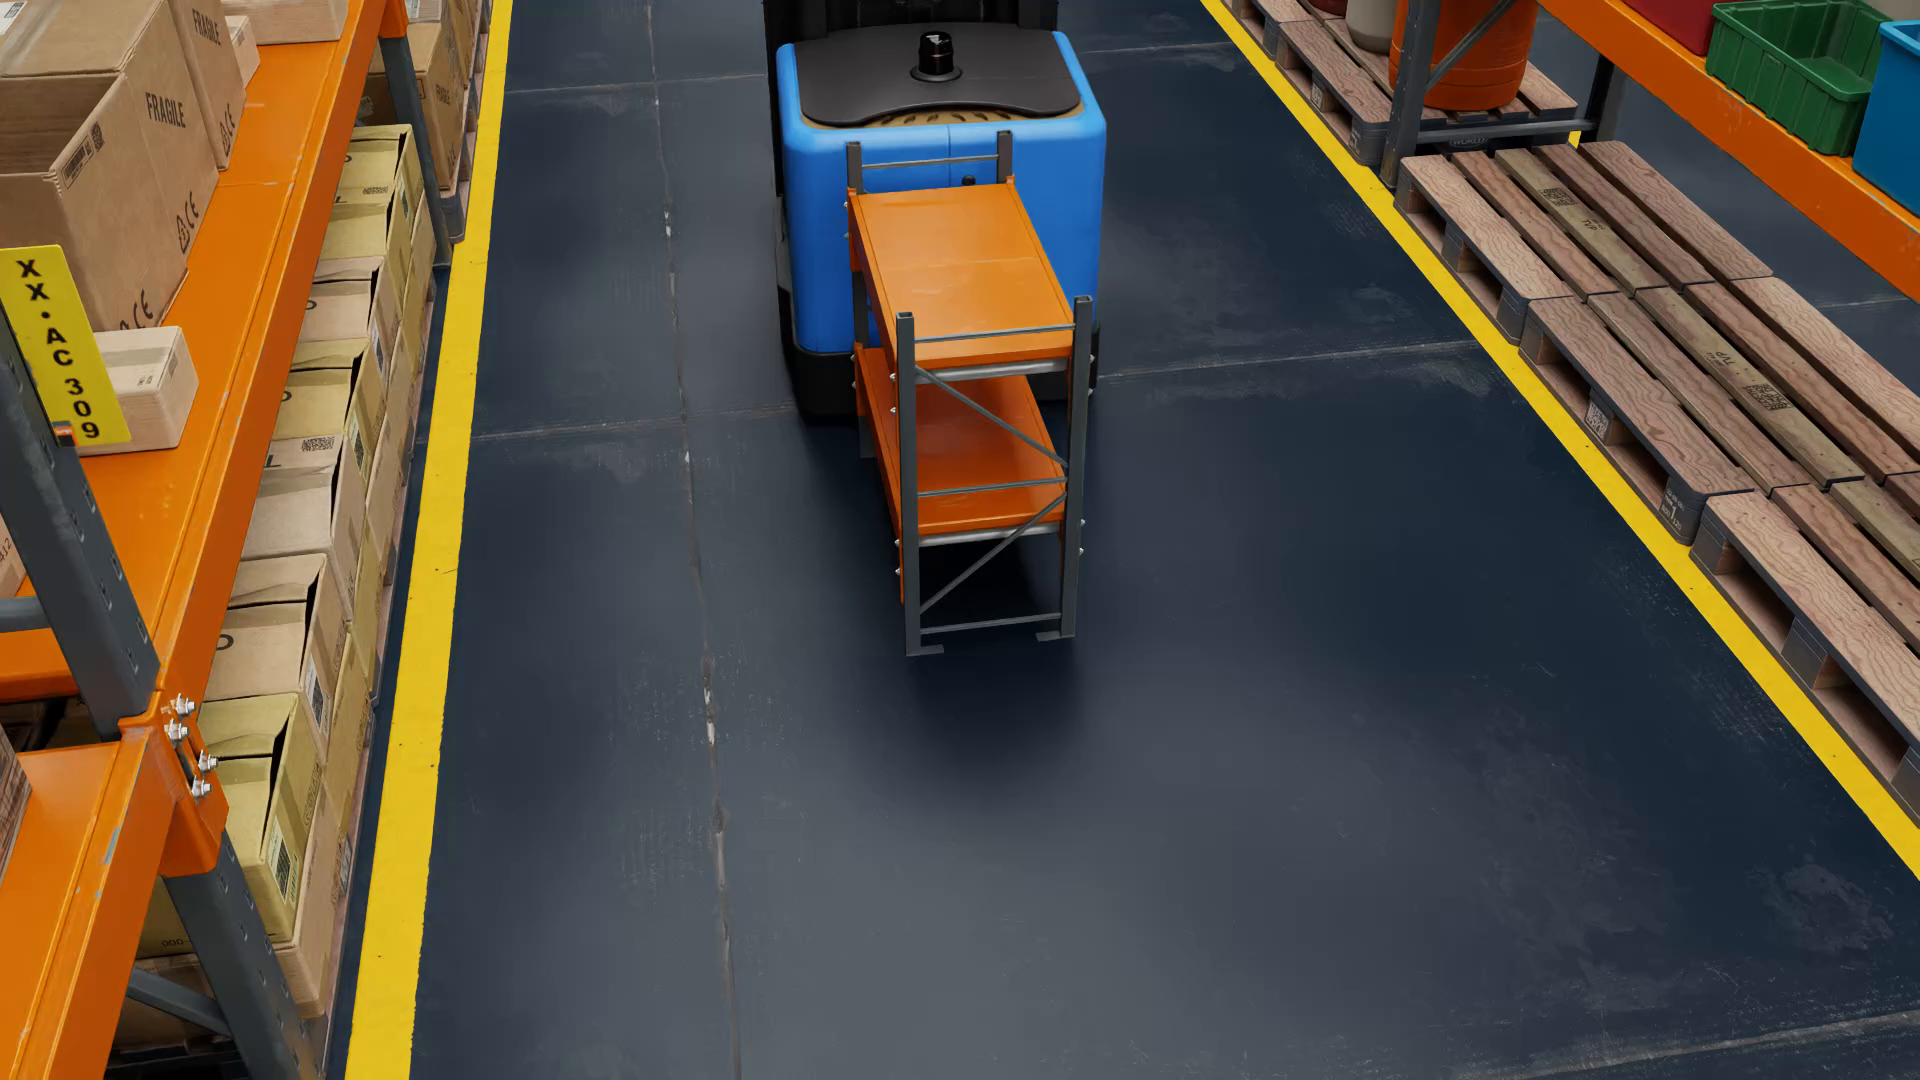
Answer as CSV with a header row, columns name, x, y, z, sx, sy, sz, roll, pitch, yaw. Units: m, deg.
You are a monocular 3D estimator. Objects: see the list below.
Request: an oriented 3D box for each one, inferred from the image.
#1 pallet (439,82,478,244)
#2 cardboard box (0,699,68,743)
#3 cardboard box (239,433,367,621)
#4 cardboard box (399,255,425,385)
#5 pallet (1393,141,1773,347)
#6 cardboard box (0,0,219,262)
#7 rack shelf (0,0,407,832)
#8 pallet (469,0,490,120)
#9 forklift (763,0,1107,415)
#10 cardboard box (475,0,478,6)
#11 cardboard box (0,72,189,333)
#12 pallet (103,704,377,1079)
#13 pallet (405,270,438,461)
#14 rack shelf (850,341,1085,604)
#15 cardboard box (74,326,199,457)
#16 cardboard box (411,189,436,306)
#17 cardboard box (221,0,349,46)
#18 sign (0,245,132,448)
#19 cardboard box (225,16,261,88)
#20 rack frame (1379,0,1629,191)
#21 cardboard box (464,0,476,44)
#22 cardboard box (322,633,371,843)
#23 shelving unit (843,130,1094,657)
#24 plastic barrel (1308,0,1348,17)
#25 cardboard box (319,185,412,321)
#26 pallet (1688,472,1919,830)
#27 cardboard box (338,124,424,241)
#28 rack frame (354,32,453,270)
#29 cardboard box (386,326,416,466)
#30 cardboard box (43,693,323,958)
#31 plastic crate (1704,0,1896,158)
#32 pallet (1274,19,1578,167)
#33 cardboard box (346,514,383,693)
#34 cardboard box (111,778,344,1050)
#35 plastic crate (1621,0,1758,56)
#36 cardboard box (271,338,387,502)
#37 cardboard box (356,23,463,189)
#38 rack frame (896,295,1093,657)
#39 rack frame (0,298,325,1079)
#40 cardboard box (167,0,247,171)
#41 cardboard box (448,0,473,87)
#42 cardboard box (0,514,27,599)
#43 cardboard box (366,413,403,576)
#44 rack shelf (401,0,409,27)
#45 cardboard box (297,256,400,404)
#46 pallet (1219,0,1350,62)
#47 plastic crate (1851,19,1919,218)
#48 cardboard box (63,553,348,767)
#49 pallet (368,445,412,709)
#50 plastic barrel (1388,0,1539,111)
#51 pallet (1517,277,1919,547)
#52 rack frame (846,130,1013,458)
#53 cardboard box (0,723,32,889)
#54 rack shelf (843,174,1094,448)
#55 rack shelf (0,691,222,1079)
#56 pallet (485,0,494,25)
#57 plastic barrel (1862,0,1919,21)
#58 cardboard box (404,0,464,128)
name,x,y,z,sx,sy,sz,roll,pitch,yaw
pallet,-2.632,-1.609,7.149,1.003,0.211,1.213,-6,38,-8
cardboard box,-2.287,0.332,3.819,0.500,0.311,0.500,-5,38,-7
cardboard box,-1.838,-0.032,4.288,0.500,0.311,0.500,-7,38,-9
cardboard box,-2.112,-0.732,5.647,0.500,0.250,0.500,-7,38,-8
pallet,2.437,-1.212,6.638,1.003,0.211,1.213,-6,38,-8
cardboard box,-2.135,-0.965,3.965,0.500,0.500,0.500,-6,38,-8
rack shelf,-2.187,-0.763,4.373,1.077,0.370,4.000,-6,38,-8
pallet,-2.842,-2.344,8.095,1.003,0.211,1.213,-6,38,-8
forklift,-0.212,-2.481,6.054,1.130,2.935,3.031,-4,38,-5
cardboard box,-2.705,-2.988,8.330,0.500,0.500,0.500,-6,38,-7
cardboard box,-2.048,-0.662,3.576,0.500,0.500,0.500,-4,38,-5
pallet,-2.004,0.821,4.021,1.003,0.211,1.213,-6,38,-8
pallet,-2.432,-0.652,5.918,1.003,0.211,1.213,-6,38,-8
rack shelf,-0.001,-0.255,5.060,0.538,0.278,1.000,-6,38,-8
cardboard box,-1.791,-0.297,3.392,0.380,0.149,0.250,-6,38,-8
cardboard box,-2.206,-1.043,6.047,0.500,0.250,0.500,-5,38,-7
cardboard box,-2.108,-1.642,5.124,0.380,0.149,0.250,-6,38,-8
sign,-1.291,-0.273,2.386,0.100,0.325,0.005,-6,38,-8
cardboard box,-2.259,-1.392,4.801,0.380,0.149,0.250,-4,38,-5
rack frame,2.339,-2.785,6.390,1.000,3.000,0.127,-6,38,-8
cardboard box,-2.613,-2.681,7.935,0.500,0.500,0.500,-7,38,-9
cardboard box,-1.752,0.502,4.058,0.500,0.250,0.500,-5,38,-7
shelving unit,-0.001,-0.448,4.910,0.538,1.125,1.048,-6,38,-8
plastic barrel,2.039,-2.975,8.257,0.600,0.588,0.708,-6,38,-8
cardboard box,-2.106,-0.953,5.474,0.500,0.311,0.500,-7,38,-9
pallet,2.865,0.262,4.741,1.003,0.211,1.213,-6,38,-8
cardboard box,-2.204,-1.267,5.877,0.500,0.311,0.500,-5,38,-7
rack frame,-2.538,-2.255,5.708,1.000,3.000,0.127,-6,38,-8
cardboard box,-2.027,-0.428,5.255,0.500,0.250,0.500,-5,38,-7
cardboard box,-1.664,0.583,3.496,0.500,0.311,0.500,-6,38,-8
plastic crate,2.457,-1.307,4.660,0.450,0.188,0.662,-6,38,-8
pallet,2.160,-2.156,7.853,1.003,0.211,1.213,-6,38,-8
cardboard box,-1.845,0.189,4.460,0.500,0.250,0.500,-7,38,-9
cardboard box,-1.664,0.811,3.660,0.500,0.250,0.500,-7,38,-9
plastic crate,2.321,-1.802,5.072,0.402,0.464,0.583,-6,38,-8
cardboard box,-1.935,-0.345,4.691,0.500,0.311,0.500,-5,38,-7
cardboard box,-2.336,-1.747,6.733,0.500,0.500,0.500,-5,38,-6
rack frame,0.088,-0.141,4.515,0.500,1.125,0.032,-6,38,-8
rack frame,-1.840,0.161,2.597,0.949,2.616,0.053,-6,38,-8
cardboard box,-2.228,-1.283,4.375,0.500,0.500,0.500,-8,39,-10
cardboard box,-2.517,-2.366,7.530,0.500,0.500,0.500,-7,38,-9
cardboard box,-1.966,-0.072,3.020,0.500,0.250,0.500,-4,38,-5
cardboard box,-1.934,-0.118,4.856,0.500,0.250,0.500,-6,38,-7
rack shelf,-2.889,-3.179,7.483,1.077,0.370,4.000,-6,38,-8
cardboard box,-2.020,-0.648,5.081,0.500,0.311,0.500,-6,38,-8
pallet,1.950,-2.891,8.800,1.003,0.211,1.213,-6,38,-8
plastic crate,2.541,-0.996,4.100,0.392,0.384,0.575,-6,38,-8
cardboard box,-1.747,0.280,3.886,0.500,0.311,0.500,-7,38,-8
pallet,-2.222,0.083,4.971,1.003,0.211,1.213,-6,38,-8
plastic barrel,2.237,-2.388,7.305,0.600,0.830,0.708,-6,38,-8
pallet,2.647,-0.477,5.692,1.003,0.211,1.213,-6,38,-8
rack frame,-0.090,-0.755,5.305,0.500,1.125,0.032,-6,38,-8
cardboard box,-1.753,0.389,2.223,0.700,0.500,0.500,-7,38,-9
rack shelf,-0.001,-0.679,4.731,0.538,0.278,1.000,-6,38,-8
rack shelf,-1.486,1.653,1.263,1.077,0.370,4.000,-6,38,-8
pallet,-3.059,-3.082,9.046,1.003,0.211,1.213,-6,38,-8
plastic barrel,2.884,-1.729,4.920,0.433,0.535,0.433,0,38,0
cardboard box,-2.434,-2.063,7.139,0.500,0.500,0.500,-8,38,-10
